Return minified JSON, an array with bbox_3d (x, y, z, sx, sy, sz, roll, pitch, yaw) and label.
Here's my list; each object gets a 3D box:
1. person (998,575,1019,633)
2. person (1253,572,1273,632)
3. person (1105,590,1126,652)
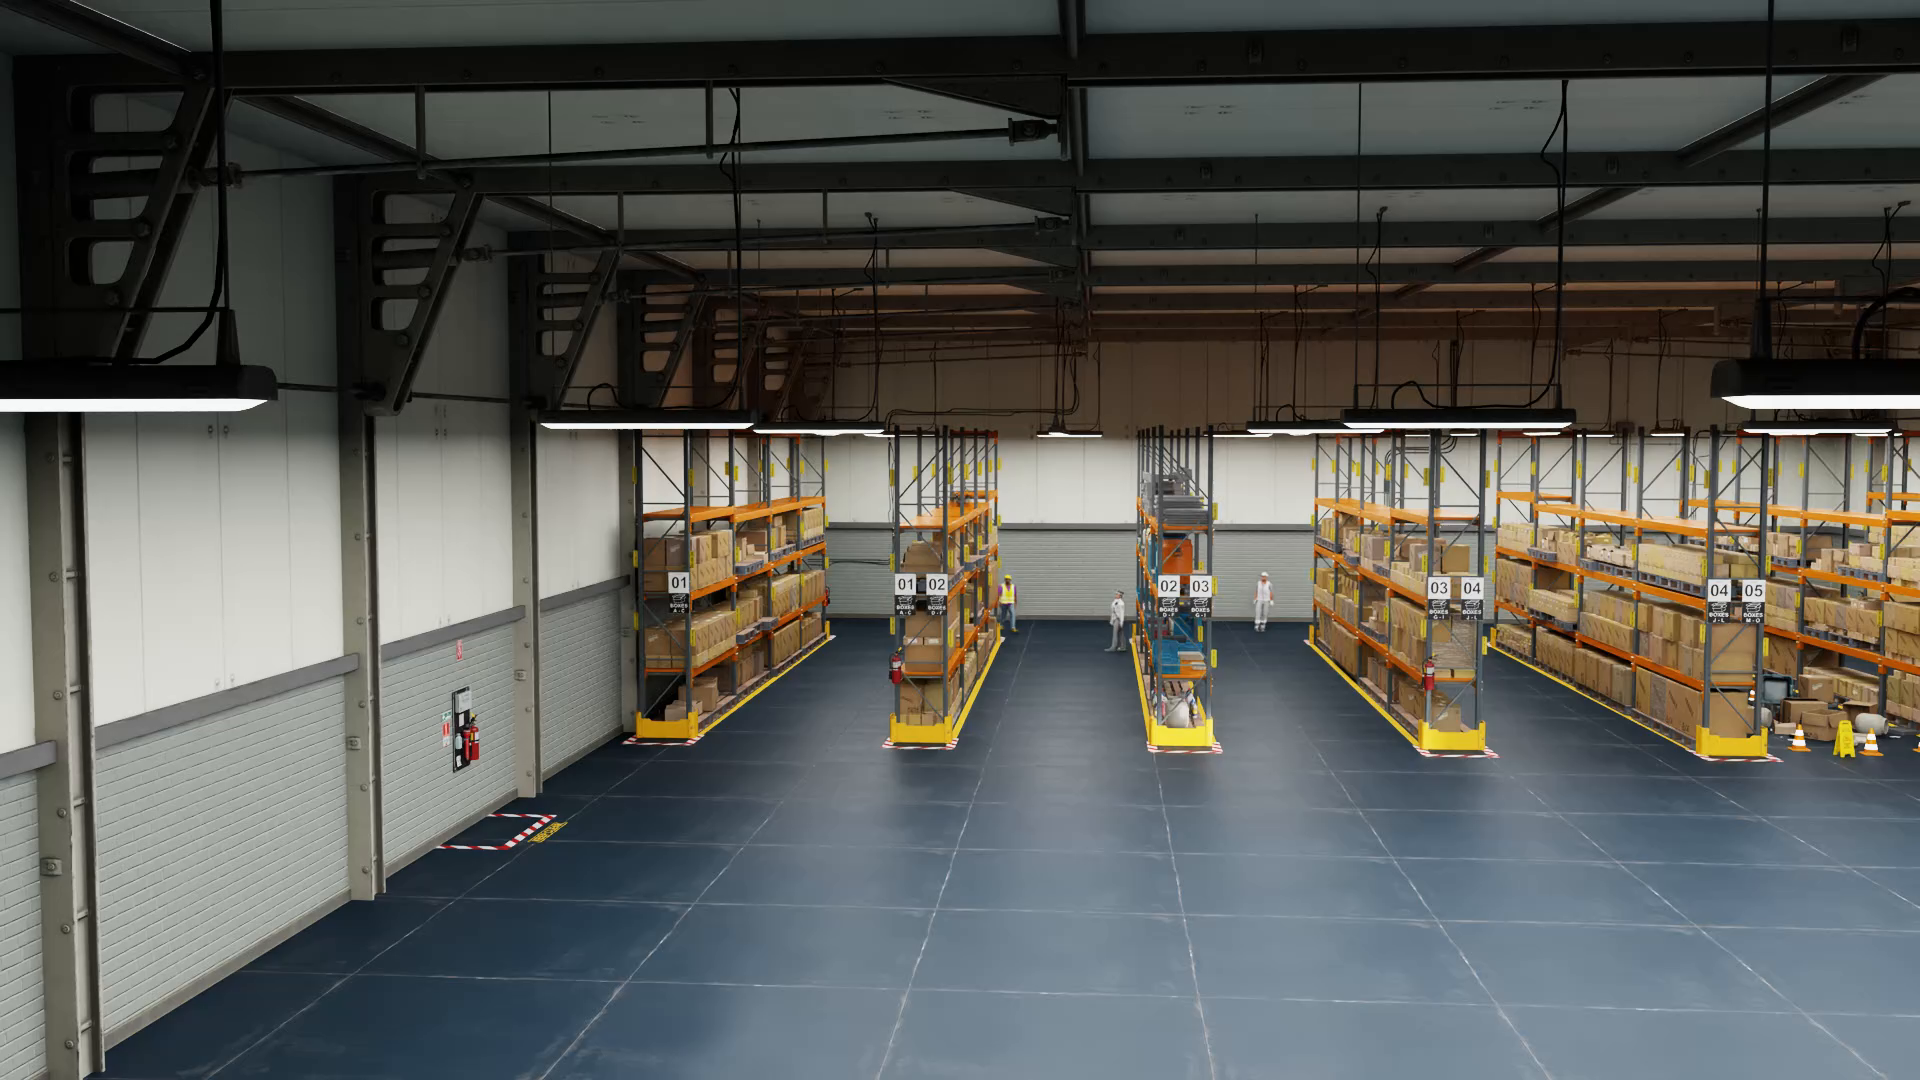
[{"bbox_3d":[1.434,1.895,49.453,0.646,1.730,0.994,-1,4,-20],"label":"person"},{"bbox_3d":[9.077,1.860,49.766,0.589,1.807,0.441,1,3,9],"label":"person"},{"bbox_3d":[4.213,2.175,45.086,0.597,1.679,0.489,0,3,-1],"label":"person"}]
